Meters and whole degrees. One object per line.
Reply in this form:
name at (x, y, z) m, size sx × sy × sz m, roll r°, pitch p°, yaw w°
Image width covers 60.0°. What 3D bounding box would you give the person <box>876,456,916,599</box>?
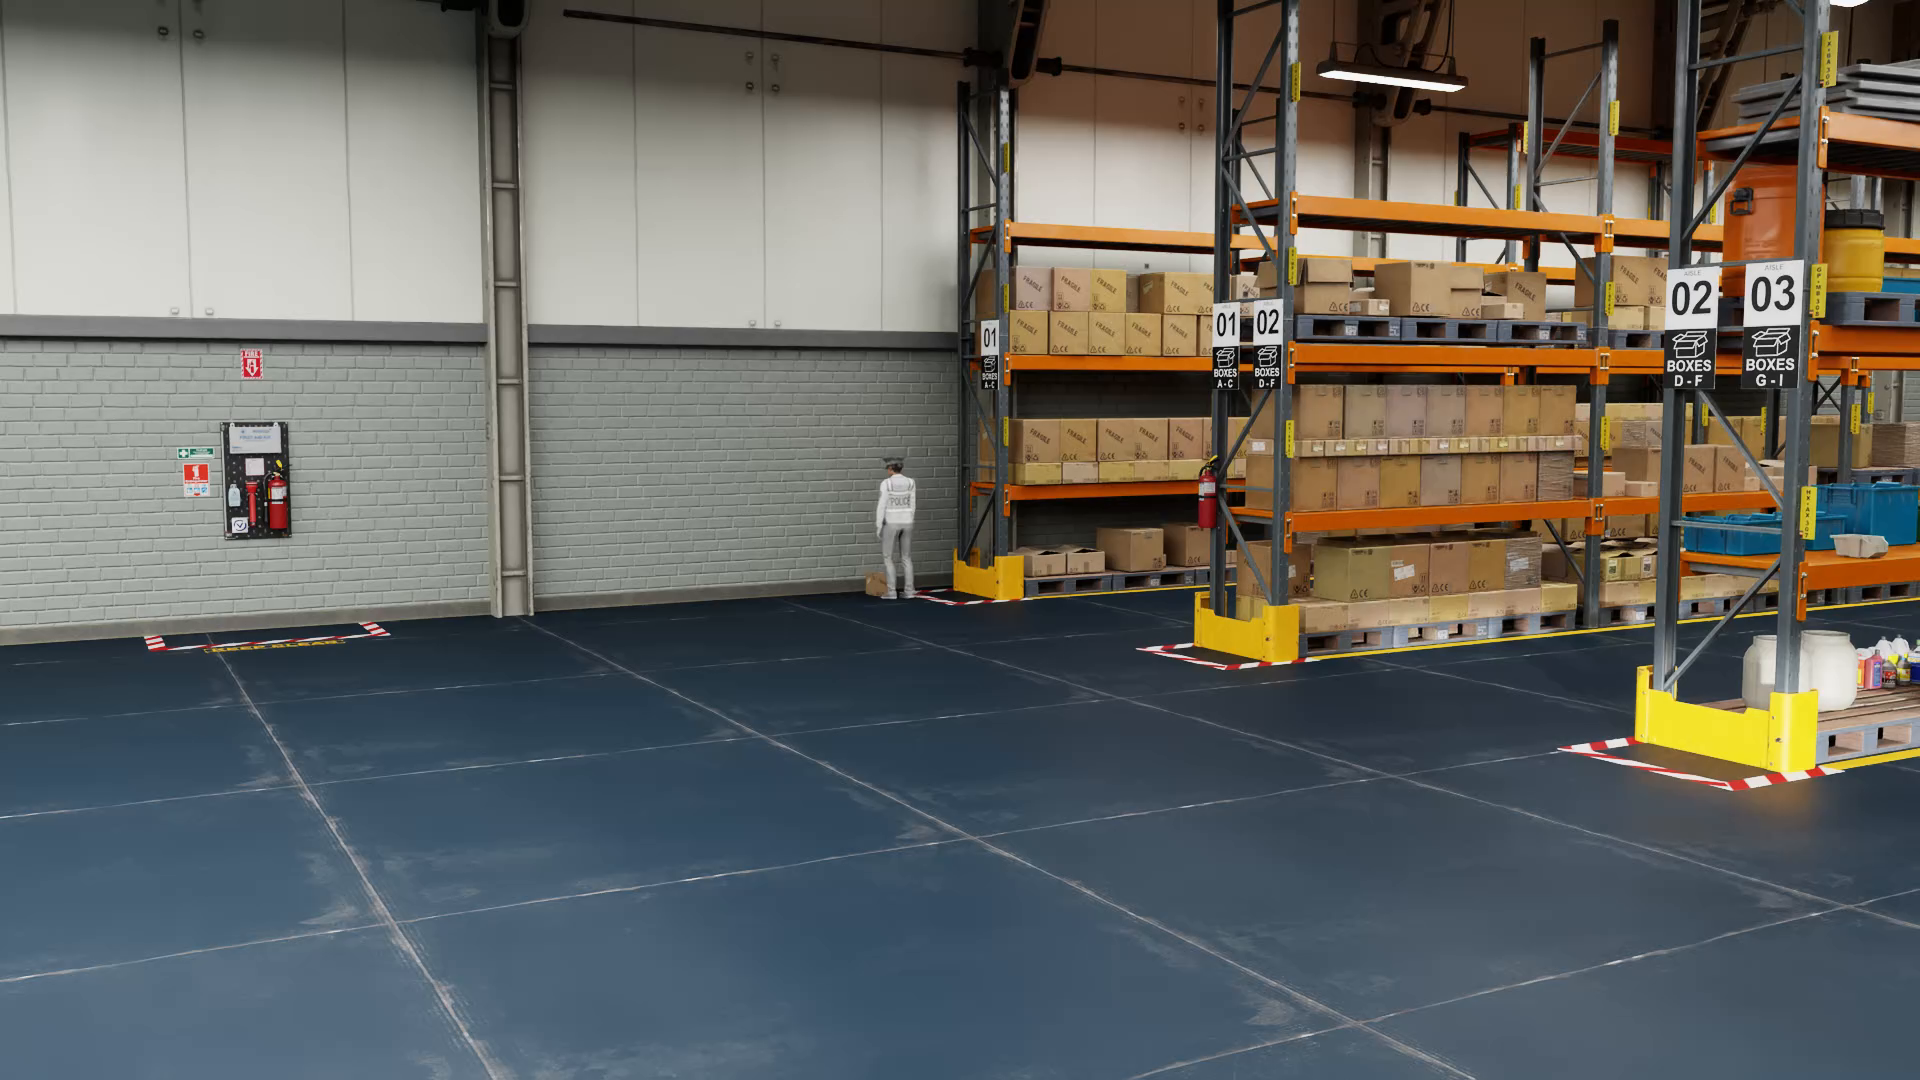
person at (-0.738, -0.139, 19.134) m, size 0.476 × 1.661 × 0.338 m, roll -3°, pitch 6°, yaw -28°
